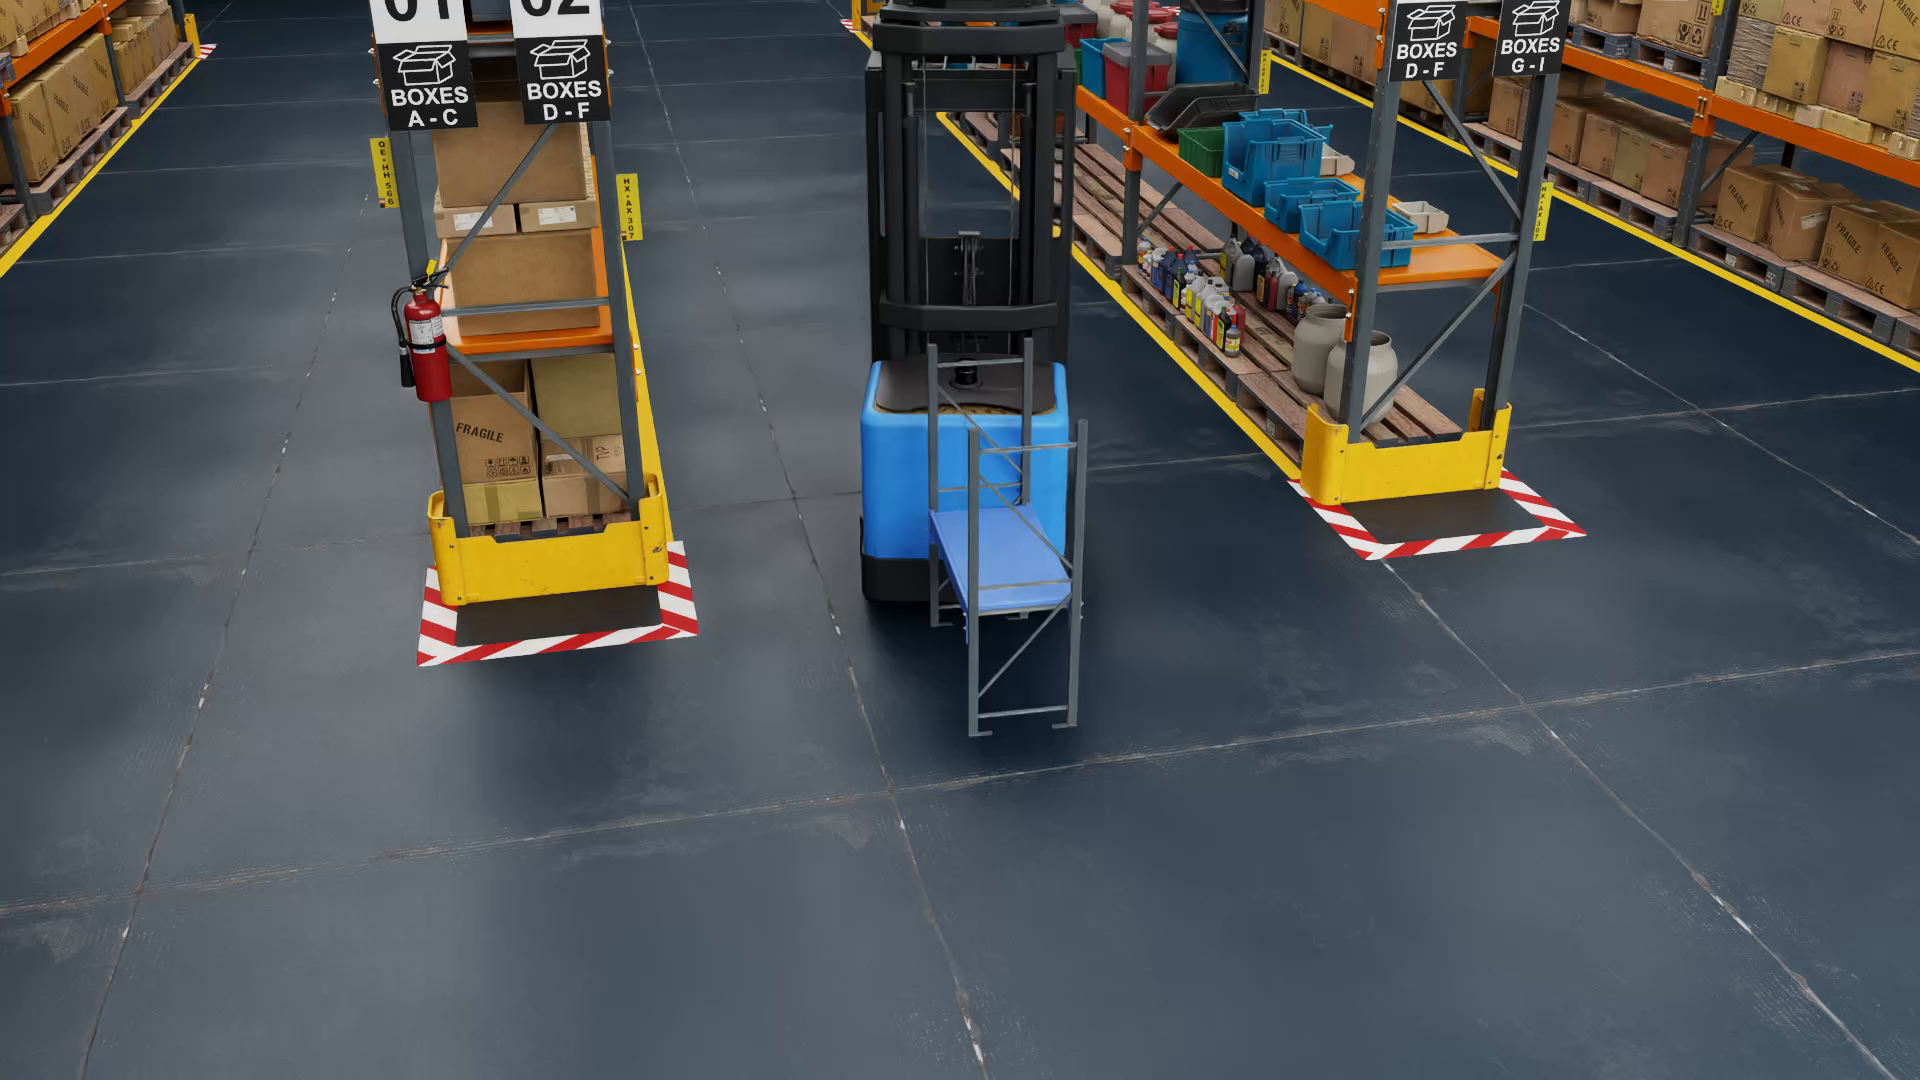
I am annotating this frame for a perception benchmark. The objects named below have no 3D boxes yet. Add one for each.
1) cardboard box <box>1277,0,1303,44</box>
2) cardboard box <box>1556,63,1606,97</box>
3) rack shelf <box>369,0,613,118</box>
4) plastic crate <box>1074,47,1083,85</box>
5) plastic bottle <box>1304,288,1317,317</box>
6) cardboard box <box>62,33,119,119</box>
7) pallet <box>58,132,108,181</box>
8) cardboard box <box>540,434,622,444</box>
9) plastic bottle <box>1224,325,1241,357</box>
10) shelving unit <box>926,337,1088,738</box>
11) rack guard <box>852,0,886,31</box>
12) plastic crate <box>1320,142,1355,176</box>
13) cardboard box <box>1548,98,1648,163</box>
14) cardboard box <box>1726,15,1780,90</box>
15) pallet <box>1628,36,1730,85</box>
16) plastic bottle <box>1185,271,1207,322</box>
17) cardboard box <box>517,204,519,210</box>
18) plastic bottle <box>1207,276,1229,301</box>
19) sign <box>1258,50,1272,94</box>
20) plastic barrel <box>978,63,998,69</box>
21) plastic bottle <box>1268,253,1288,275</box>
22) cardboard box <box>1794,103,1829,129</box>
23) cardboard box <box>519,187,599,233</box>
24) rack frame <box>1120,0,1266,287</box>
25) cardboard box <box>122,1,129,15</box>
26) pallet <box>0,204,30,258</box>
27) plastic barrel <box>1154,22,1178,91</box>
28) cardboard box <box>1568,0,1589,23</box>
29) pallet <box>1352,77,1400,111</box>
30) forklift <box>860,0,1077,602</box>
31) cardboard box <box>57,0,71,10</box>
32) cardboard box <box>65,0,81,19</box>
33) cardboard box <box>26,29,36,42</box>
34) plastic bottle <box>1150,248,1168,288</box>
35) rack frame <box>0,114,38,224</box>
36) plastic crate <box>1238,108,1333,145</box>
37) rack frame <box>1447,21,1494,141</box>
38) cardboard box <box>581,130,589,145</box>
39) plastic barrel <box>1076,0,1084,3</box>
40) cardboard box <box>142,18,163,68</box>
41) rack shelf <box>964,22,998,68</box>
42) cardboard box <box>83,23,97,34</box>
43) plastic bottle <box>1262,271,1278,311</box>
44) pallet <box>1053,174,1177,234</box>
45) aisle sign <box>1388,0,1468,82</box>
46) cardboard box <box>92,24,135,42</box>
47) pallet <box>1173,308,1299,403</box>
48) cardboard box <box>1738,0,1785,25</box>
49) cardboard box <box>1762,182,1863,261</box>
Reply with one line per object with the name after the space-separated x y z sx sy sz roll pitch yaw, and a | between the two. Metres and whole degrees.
4.731 -6.948 21.578 0.875 0.875 0.875 -6 27 -12 | cardboard box
6.012 -4.547 16.384 0.500 0.250 0.500 -3 27 -6 | cardboard box
-2.597 -3.035 9.403 1.077 0.370 4.000 -6 27 -12 | rack shelf
1.111 -4.037 14.155 0.450 0.188 0.662 -6 27 -12 | plastic crate
2.475 -1.640 11.711 0.097 0.271 0.097 0 27 0 | plastic bottle
-9.403 -4.858 17.465 0.750 0.750 0.750 -6 27 -11 | cardboard box
-9.151 -3.789 16.523 1.003 0.211 1.213 -6 27 -12 | pallet
-2.167 -0.576 9.647 0.500 0.250 0.500 -6 27 -12 | cardboard box
1.839 -1.349 11.211 0.097 0.201 0.097 0 27 0 | plastic bottle
0.189 -0.030 7.644 0.538 1.500 1.048 -5 27 -9 | shelving unit
-0.944 -7.557 23.668 1.175 0.500 0.348 -6 27 -12 | rack guard
2.391 -2.591 11.347 0.530 0.136 0.437 -6 27 -12 | plastic crate
6.145 -3.953 16.039 0.700 0.500 0.500 -4 27 -7 | cardboard box
6.645 -3.873 13.152 0.875 0.500 0.500 -6 27 -12 | cardboard box
6.574 -4.164 14.383 1.003 0.211 1.213 -6 27 -12 | pallet
1.695 -1.744 11.828 0.144 0.351 0.185 -6 27 -12 | plastic bottle
-2.362 -1.620 9.019 0.700 0.500 0.500 -5 27 -10 | cardboard box
1.833 -1.737 11.896 0.152 0.276 0.135 -6 27 -12 | plastic bottle
2.317 -3.571 12.688 0.100 0.325 0.005 -6 27 -12 | sign
0.496 -4.972 17.981 0.600 0.588 0.708 -6 27 -12 | plastic barrel
2.321 -1.930 12.197 0.144 0.351 0.185 -6 27 -12 | plastic bottle
6.568 -3.221 12.582 0.380 0.149 0.250 -6 27 -12 | cardboard box
-2.025 -1.667 8.393 0.380 0.149 0.250 -6 27 -12 | cardboard box
1.779 -3.396 12.649 1.000 3.000 0.127 -6 27 -12 | rack frame
-10.431 -6.534 20.455 0.380 0.149 0.250 -6 27 -11 | cardboard box
-8.600 -2.558 14.084 1.003 0.211 1.213 -6 27 -12 | pallet
1.777 -3.899 13.495 0.433 0.535 0.433 0 27 0 | plastic barrel
5.856 -5.016 15.560 0.500 0.250 0.500 -7 28 -13 | cardboard box
5.327 -5.298 19.513 1.003 0.211 1.213 -6 27 -12 | pallet
0.063 -1.610 9.187 1.130 2.935 3.031 1 27 1 | forklift
-9.097 -5.467 16.289 0.500 0.500 0.500 -6 27 -12 | cardboard box
-9.113 -5.342 16.762 0.380 0.149 0.250 -6 27 -12 | cardboard box
-8.941 -4.773 15.634 0.380 0.149 0.250 -6 27 -11 | cardboard box
1.523 -2.053 12.523 0.152 0.276 0.135 -5 27 -10 | plastic bottle
-8.775 -4.146 14.135 1.000 3.000 0.127 -6 27 -12 | rack frame
2.293 -2.871 11.775 0.499 0.251 0.616 -6 27 -12 | plastic crate
5.703 -5.655 17.125 1.000 3.000 0.127 -6 27 -12 | rack frame
-2.317 -2.232 9.513 0.380 0.149 0.250 -6 27 -12 | cardboard box
1.277 -5.040 15.755 0.600 0.536 0.708 -6 27 -12 | plastic barrel
-10.096 -5.992 20.101 0.700 0.500 0.500 -7 28 -13 | cardboard box
0.427 -5.709 18.030 1.077 0.370 4.000 -6 27 -12 | rack shelf
-10.087 -5.865 19.129 0.380 0.149 0.250 -7 28 -13 | cardboard box
2.250 -1.817 12.048 0.061 0.283 0.133 -6 27 -12 | plastic bottle
1.285 -3.029 15.016 1.003 0.211 1.213 -6 27 -12 | pallet
2.407 -2.739 8.462 0.394 0.787 0.004 -6 27 -12 | aisle sign
-9.644 -5.771 18.942 0.380 0.149 0.250 -5 27 -10 | cardboard box
2.168 -1.315 11.622 1.003 0.211 1.213 -6 27 -12 | pallet
6.458 -4.299 12.888 0.500 0.500 0.500 -6 27 -12 | cardboard box
6.792 -2.540 13.262 0.500 0.500 0.500 2 27 5 | cardboard box
